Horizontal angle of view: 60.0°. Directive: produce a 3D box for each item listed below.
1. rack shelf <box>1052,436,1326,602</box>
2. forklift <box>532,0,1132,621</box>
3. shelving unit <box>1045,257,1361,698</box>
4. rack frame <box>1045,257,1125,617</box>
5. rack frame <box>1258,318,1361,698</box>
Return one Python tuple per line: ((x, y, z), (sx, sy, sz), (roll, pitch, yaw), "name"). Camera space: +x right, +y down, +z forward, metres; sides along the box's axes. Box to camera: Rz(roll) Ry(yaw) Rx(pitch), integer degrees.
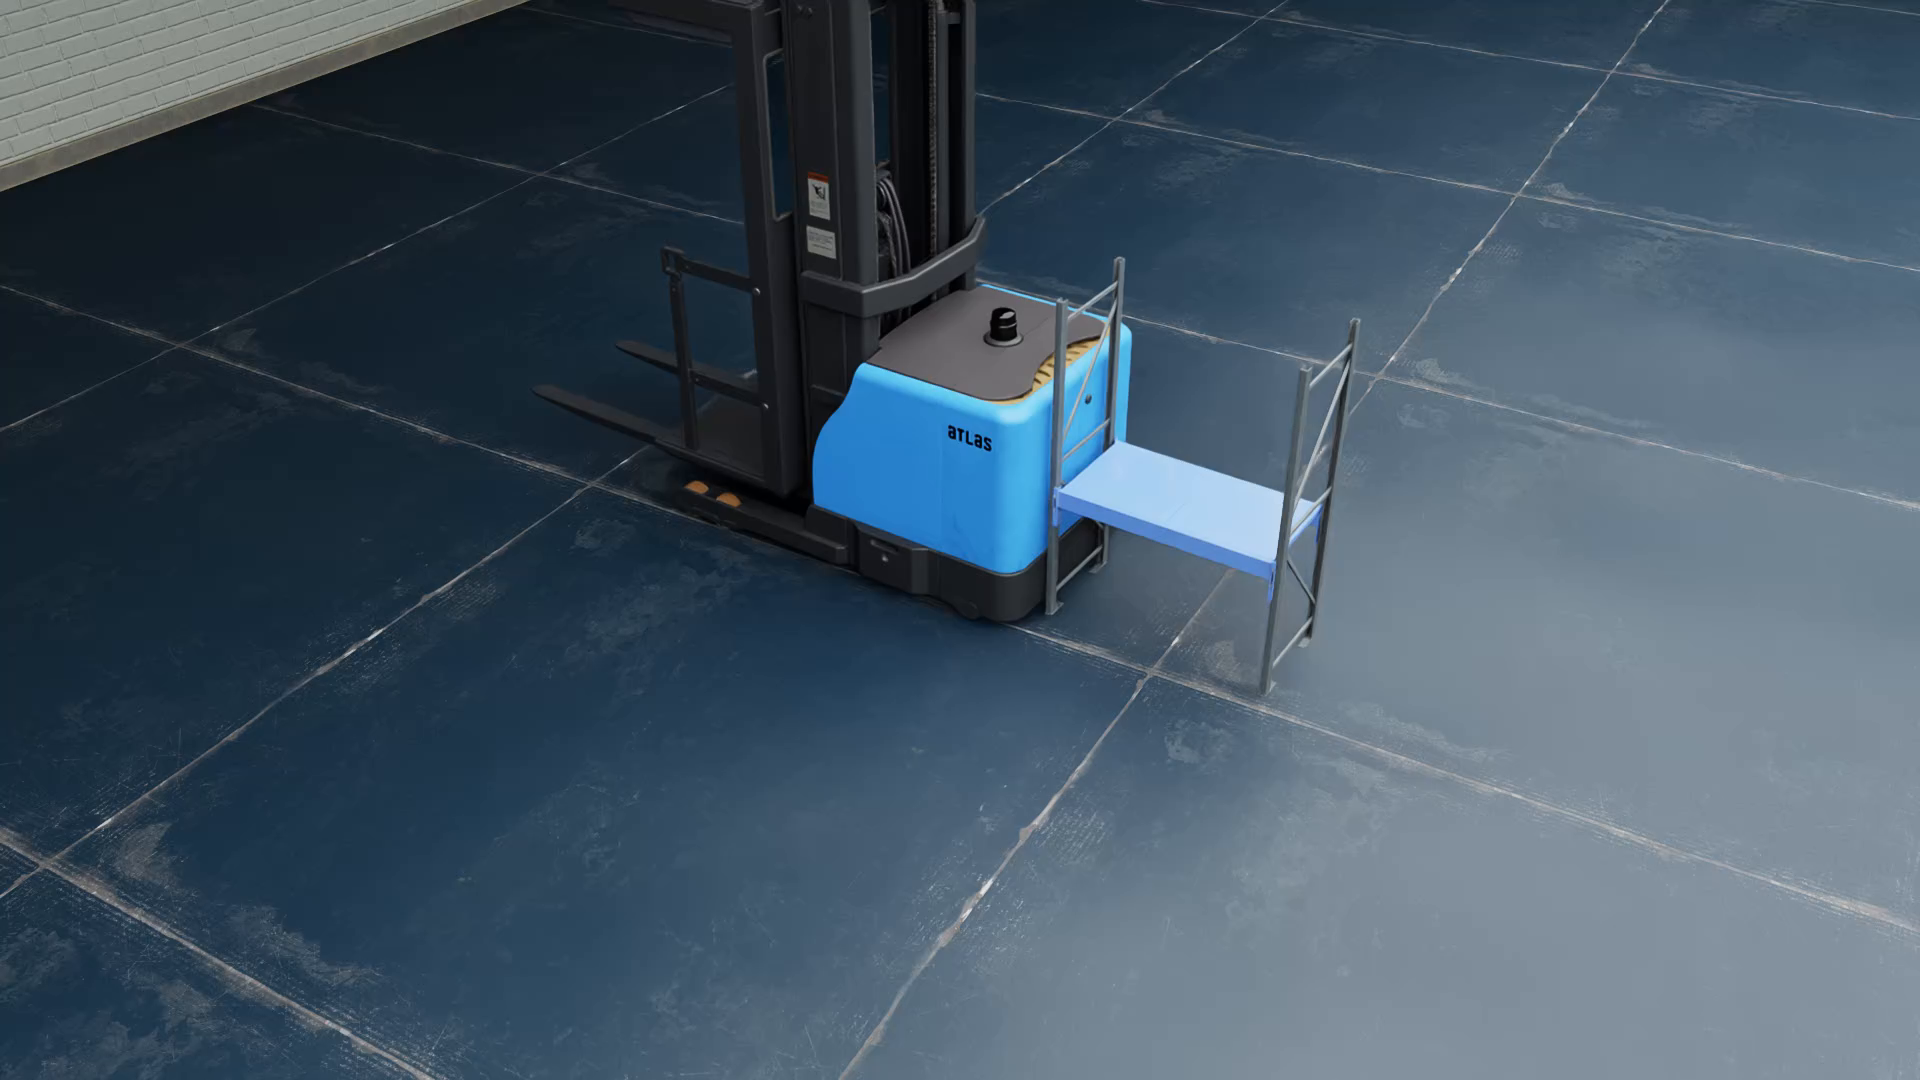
((0.945, -0.105, 6.879), (1.000, 0.185, 0.538), (20, 39, 27), "rack shelf")
((-0.748, -1.495, 7.350), (3.031, 2.935, 1.130), (20, 39, 27), "forklift")
((0.945, -0.255, 6.779), (1.048, 1.500, 0.538), (20, 39, 27), "shelving unit")
((0.522, -0.410, 7.013), (0.032, 1.500, 0.500), (20, 39, 27), "rack frame")
((1.369, -0.099, 6.546), (0.032, 1.500, 0.500), (20, 39, 27), "rack frame")
